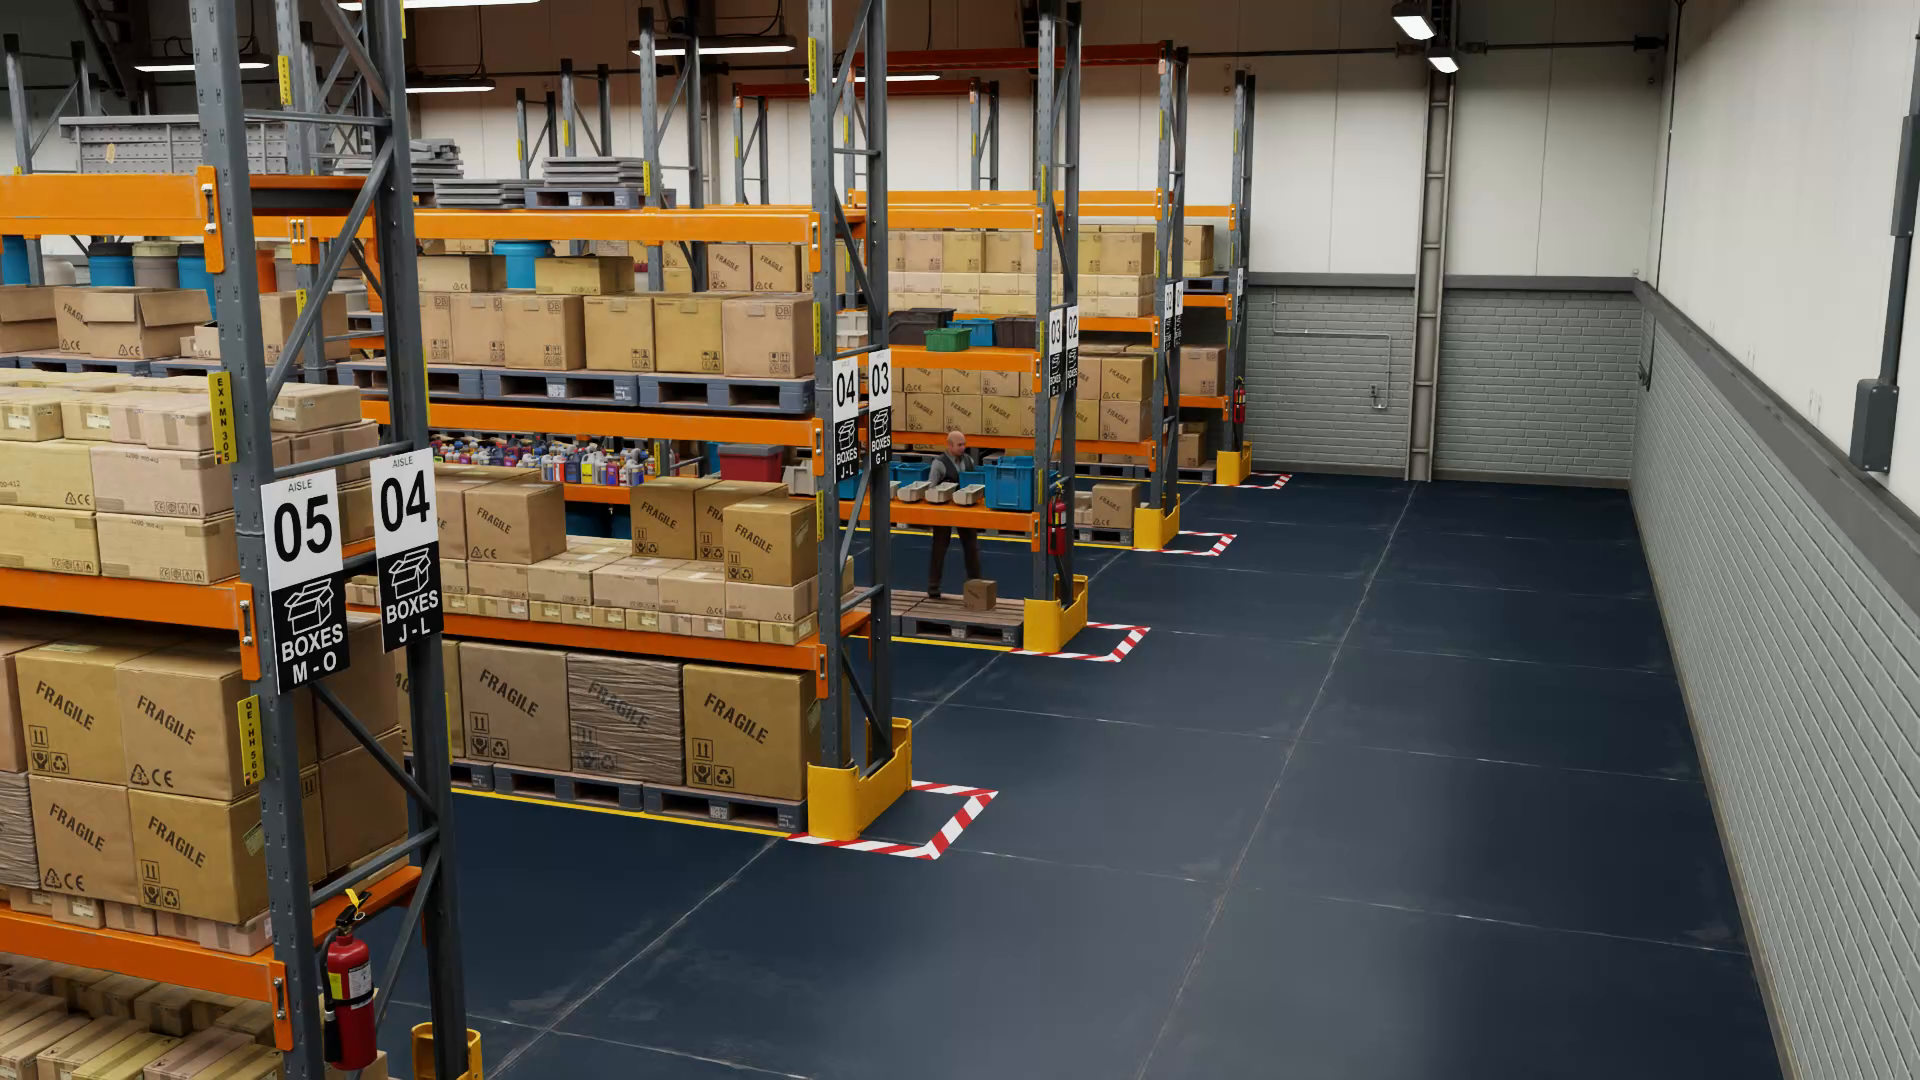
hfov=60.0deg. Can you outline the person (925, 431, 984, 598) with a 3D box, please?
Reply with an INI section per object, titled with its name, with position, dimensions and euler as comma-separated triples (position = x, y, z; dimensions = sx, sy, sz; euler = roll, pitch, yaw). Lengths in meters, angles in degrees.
[person]
position = -0.089, -0.255, 16.772
dimensions = 0.758, 1.710, 0.519
euler = -7, 14, -32
